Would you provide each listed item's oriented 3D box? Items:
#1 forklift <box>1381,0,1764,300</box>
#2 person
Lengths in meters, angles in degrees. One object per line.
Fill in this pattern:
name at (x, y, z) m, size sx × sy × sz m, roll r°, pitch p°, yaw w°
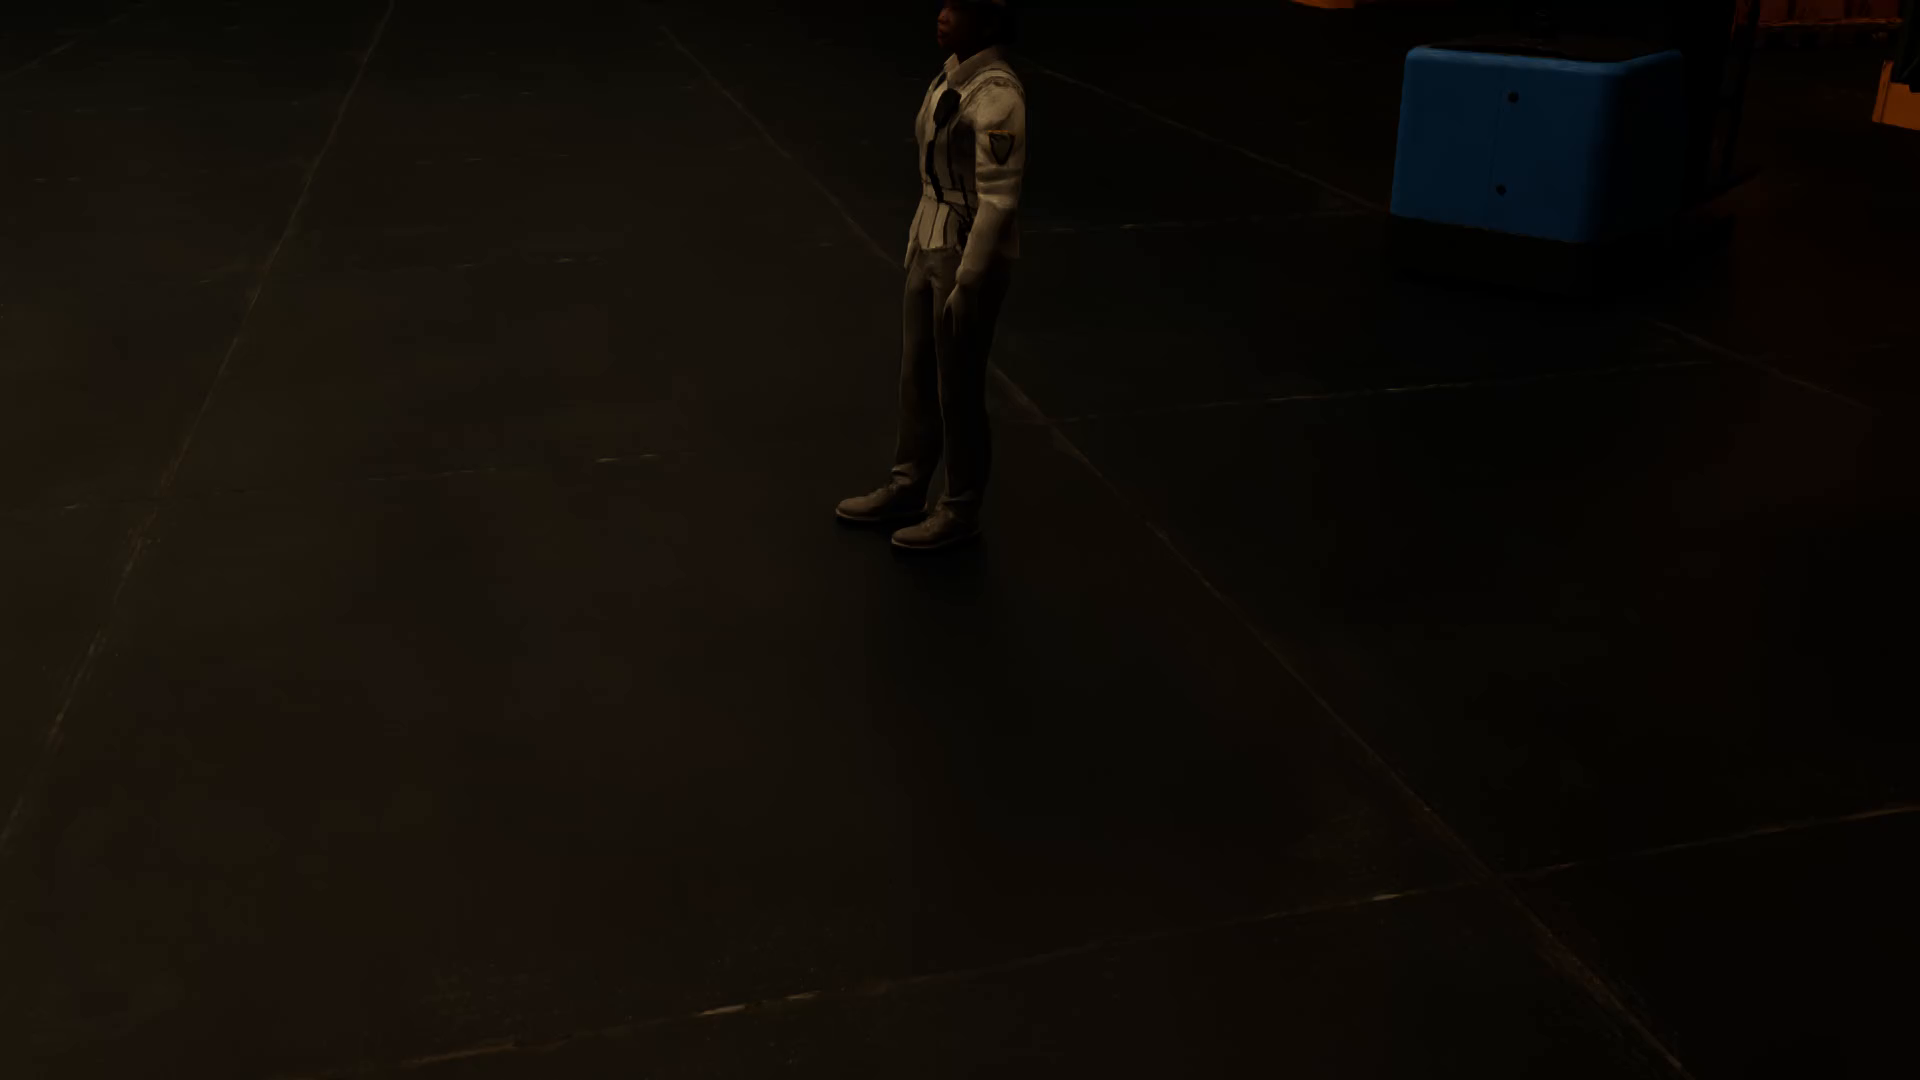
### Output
forklift at (3.375, -2.934, 8.203) m, size 1.130 × 2.935 × 3.031 m, roll 19°, pitch 29°, yaw 37°
person at (-0.067, -0.782, 4.708) m, size 0.532 × 1.695 × 0.586 m, roll -6°, pitch 24°, yaw -14°
